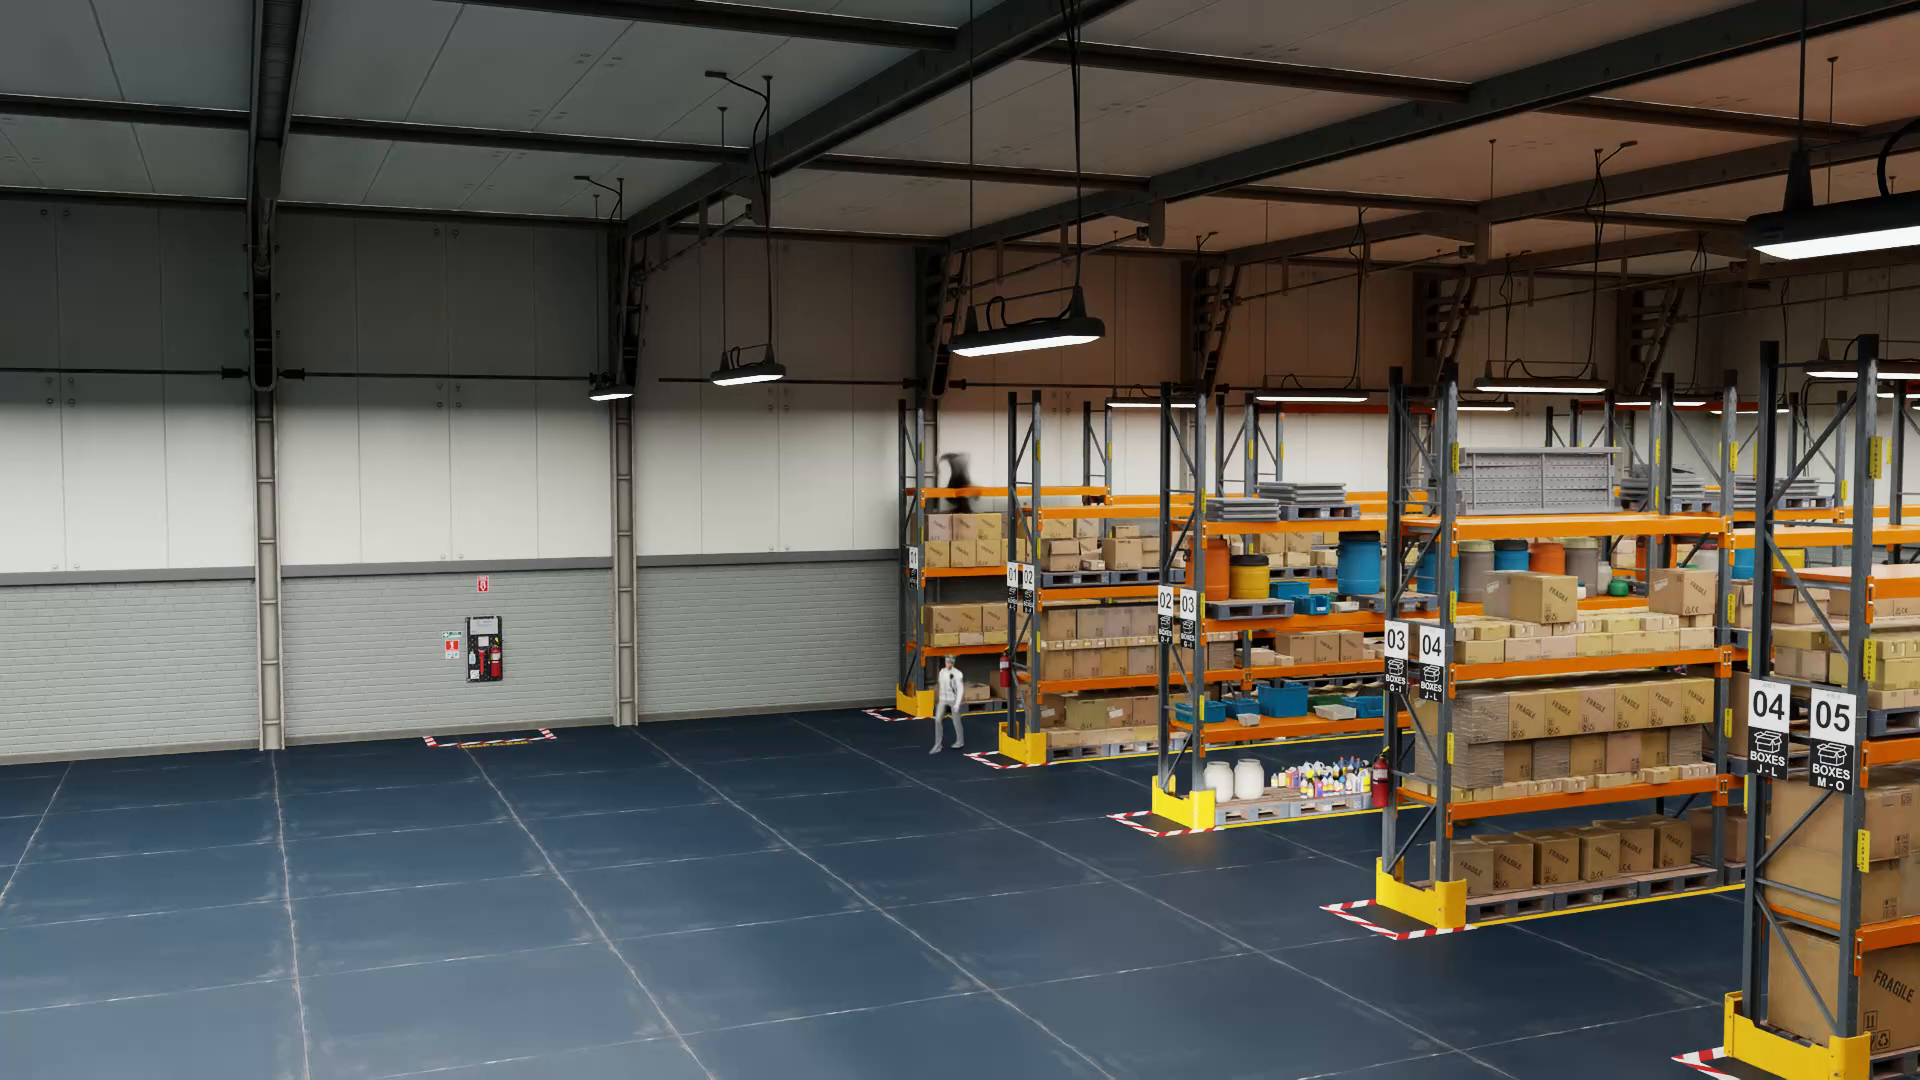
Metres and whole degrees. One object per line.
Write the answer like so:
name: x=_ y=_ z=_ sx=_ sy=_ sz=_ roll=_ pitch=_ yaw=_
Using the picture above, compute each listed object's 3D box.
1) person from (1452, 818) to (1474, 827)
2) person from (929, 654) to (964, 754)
person: x=6.596 y=3.044 z=22.211 sx=0.874 sy=1.649 sz=0.685 roll=-3 pitch=4 yaw=-39
person: x=-0.179 y=2.730 z=27.853 sx=0.558 sy=1.679 sz=0.762 roll=2 pitch=4 yaw=28
